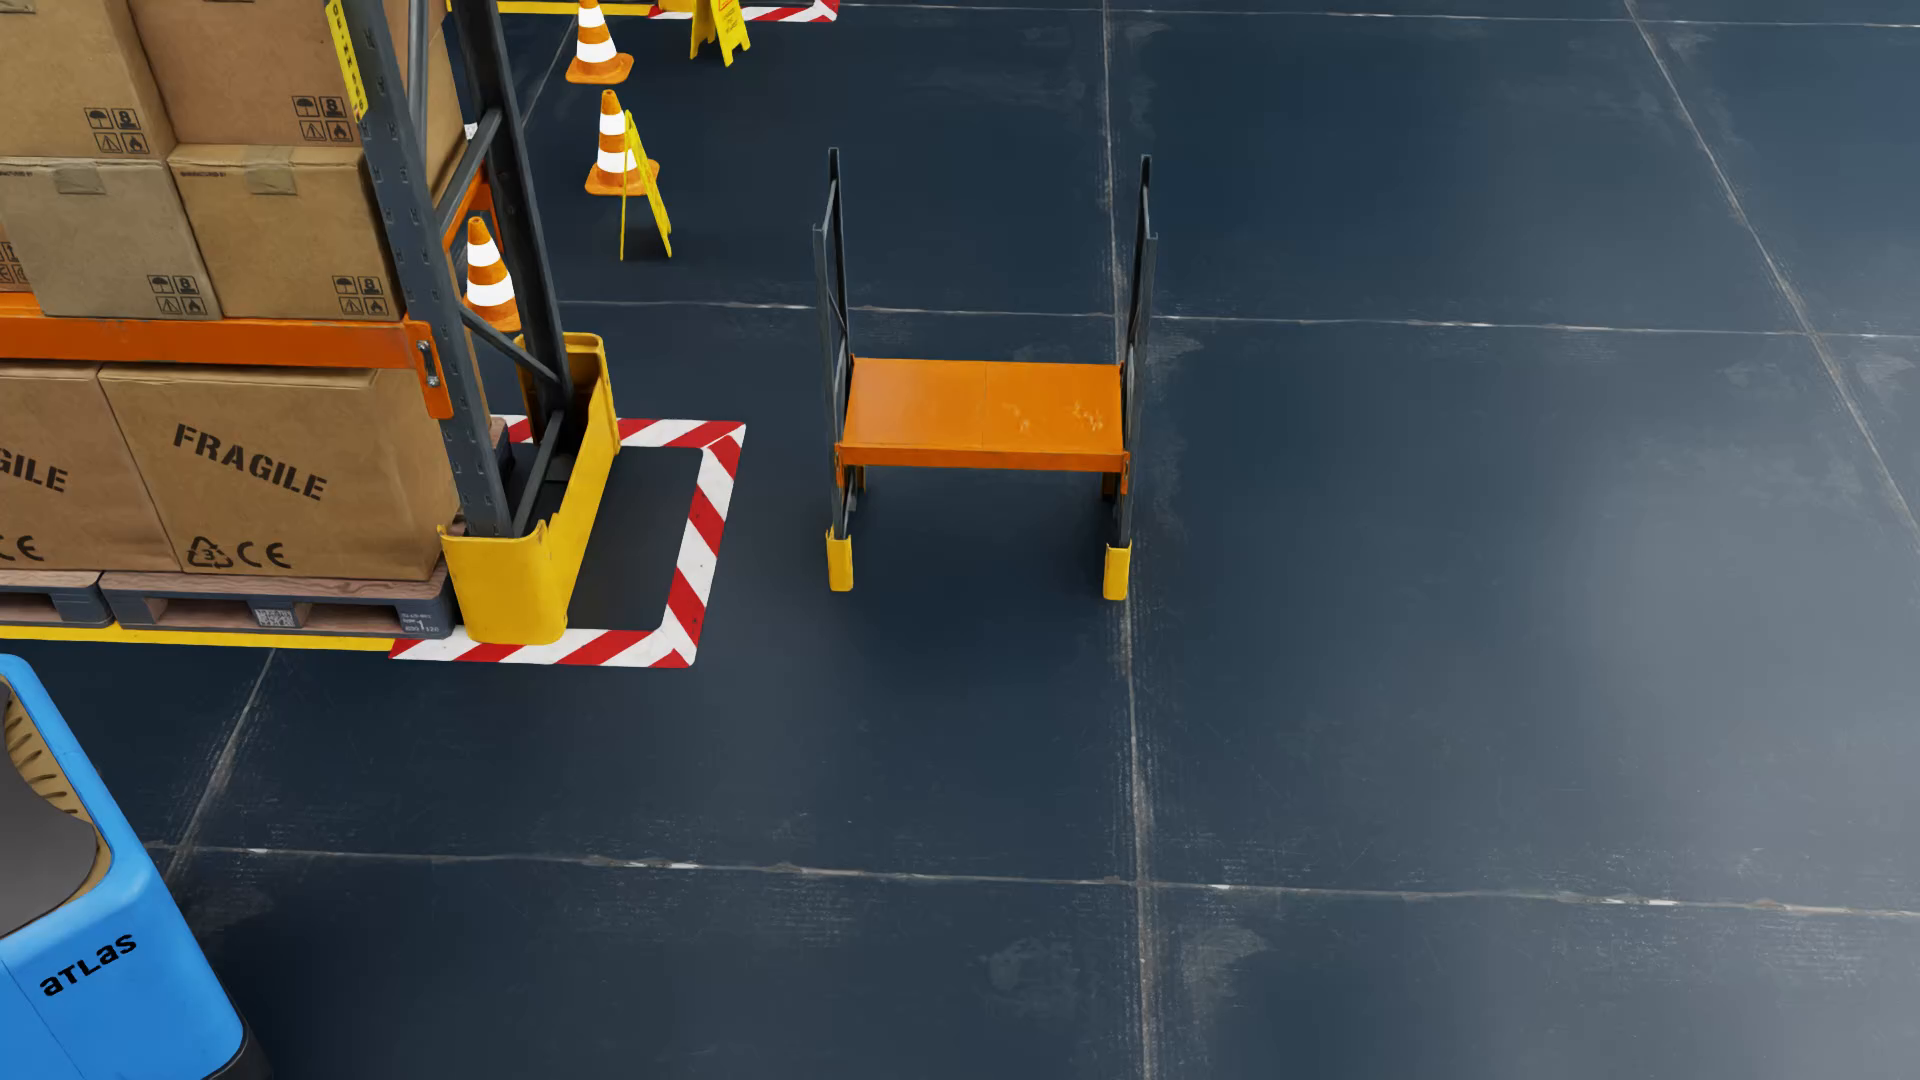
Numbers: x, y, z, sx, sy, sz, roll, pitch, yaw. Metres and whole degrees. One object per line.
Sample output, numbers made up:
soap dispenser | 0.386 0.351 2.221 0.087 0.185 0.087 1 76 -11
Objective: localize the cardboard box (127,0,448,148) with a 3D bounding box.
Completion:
cardboard box | -1.947 -1.617 4.883 0.550 0.550 0.875 2 43 2

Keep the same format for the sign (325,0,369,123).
sign | -1.616 -1.271 4.390 0.005 0.325 0.100 2 43 2

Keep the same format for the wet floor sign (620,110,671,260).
wet floor sign | -1.459 -1.615 7.511 0.232 0.644 0.267 -5 43 -5

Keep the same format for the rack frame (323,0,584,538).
rack frame | -1.578 -1.129 5.262 0.127 3.000 1.000 2 43 2

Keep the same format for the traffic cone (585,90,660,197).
traffic cone | -1.654 -1.943 7.997 0.334 0.463 0.336 2 43 2

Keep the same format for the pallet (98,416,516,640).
pallet | -2.380 -0.080 6.181 1.213 0.211 1.003 2 43 2

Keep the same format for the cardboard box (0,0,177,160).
cardboard box | -2.500 -1.571 4.834 0.550 0.550 0.875 2 43 2

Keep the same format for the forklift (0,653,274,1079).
forklift | -3.318 0.893 3.141 3.031 2.935 1.130 -31 51 -29

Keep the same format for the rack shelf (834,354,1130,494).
rack shelf | 0.085 -0.415 5.859 1.000 0.185 0.538 2 43 2

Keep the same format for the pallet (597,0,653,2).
pallet | -2.341 -3.534 9.889 1.213 0.211 1.003 2 43 2

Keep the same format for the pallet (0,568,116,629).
pallet | -3.595 -0.120 6.224 1.213 0.211 1.003 2 43 2

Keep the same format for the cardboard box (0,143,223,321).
cardboard box | -2.501 -1.167 5.192 0.550 0.550 0.875 2 43 2

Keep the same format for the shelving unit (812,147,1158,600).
shelving unit | 0.076 -0.546 5.736 1.083 1.500 0.587 2 43 2

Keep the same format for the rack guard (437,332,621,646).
rack guard | -1.554 -0.214 6.113 0.348 0.500 1.175 2 43 2

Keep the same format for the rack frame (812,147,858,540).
rack frame | -0.423 -0.562 5.753 0.032 1.500 0.500 2 43 2

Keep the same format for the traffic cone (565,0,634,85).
traffic cone | -1.943 -2.710 8.819 0.334 0.463 0.336 2 43 2

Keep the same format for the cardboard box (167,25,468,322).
cardboard box | -1.950 -1.165 5.190 0.550 0.550 0.875 2 43 2

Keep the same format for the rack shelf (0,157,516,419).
rack shelf | -3.576 -0.928 5.573 4.000 0.370 1.077 2 43 2

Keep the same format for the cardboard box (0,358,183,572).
cardboard box | -3.137 -0.507 5.844 0.875 0.875 0.875 1 43 1

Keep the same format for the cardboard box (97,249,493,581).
cardboard box | -2.258 -0.481 5.817 0.875 0.875 0.875 2 43 2

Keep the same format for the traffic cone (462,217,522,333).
traffic cone | -2.044 -1.184 7.182 0.334 0.463 0.336 2 43 2

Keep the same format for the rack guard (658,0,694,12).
rack guard | -1.531 -3.591 9.738 0.348 0.500 1.175 2 43 2

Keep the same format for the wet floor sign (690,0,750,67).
wet floor sign | -1.314 -2.907 8.897 0.232 0.644 0.267 16 45 16

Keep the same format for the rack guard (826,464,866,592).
rack guard | -0.421 -0.104 6.179 0.087 0.250 0.587 2 43 2

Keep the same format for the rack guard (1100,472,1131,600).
rack guard | 0.574 -0.074 6.146 0.087 0.250 0.587 2 43 2

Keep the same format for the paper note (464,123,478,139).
paper note | -2.490 -2.090 8.471 0.142 0.019 0.148 -12 44 -13

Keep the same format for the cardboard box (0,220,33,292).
cardboard box | -3.055 -1.269 5.302 0.550 0.550 0.875 2 43 2

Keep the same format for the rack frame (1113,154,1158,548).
rack frame | 0.593 -0.531 5.719 0.032 1.500 0.500 2 43 2
